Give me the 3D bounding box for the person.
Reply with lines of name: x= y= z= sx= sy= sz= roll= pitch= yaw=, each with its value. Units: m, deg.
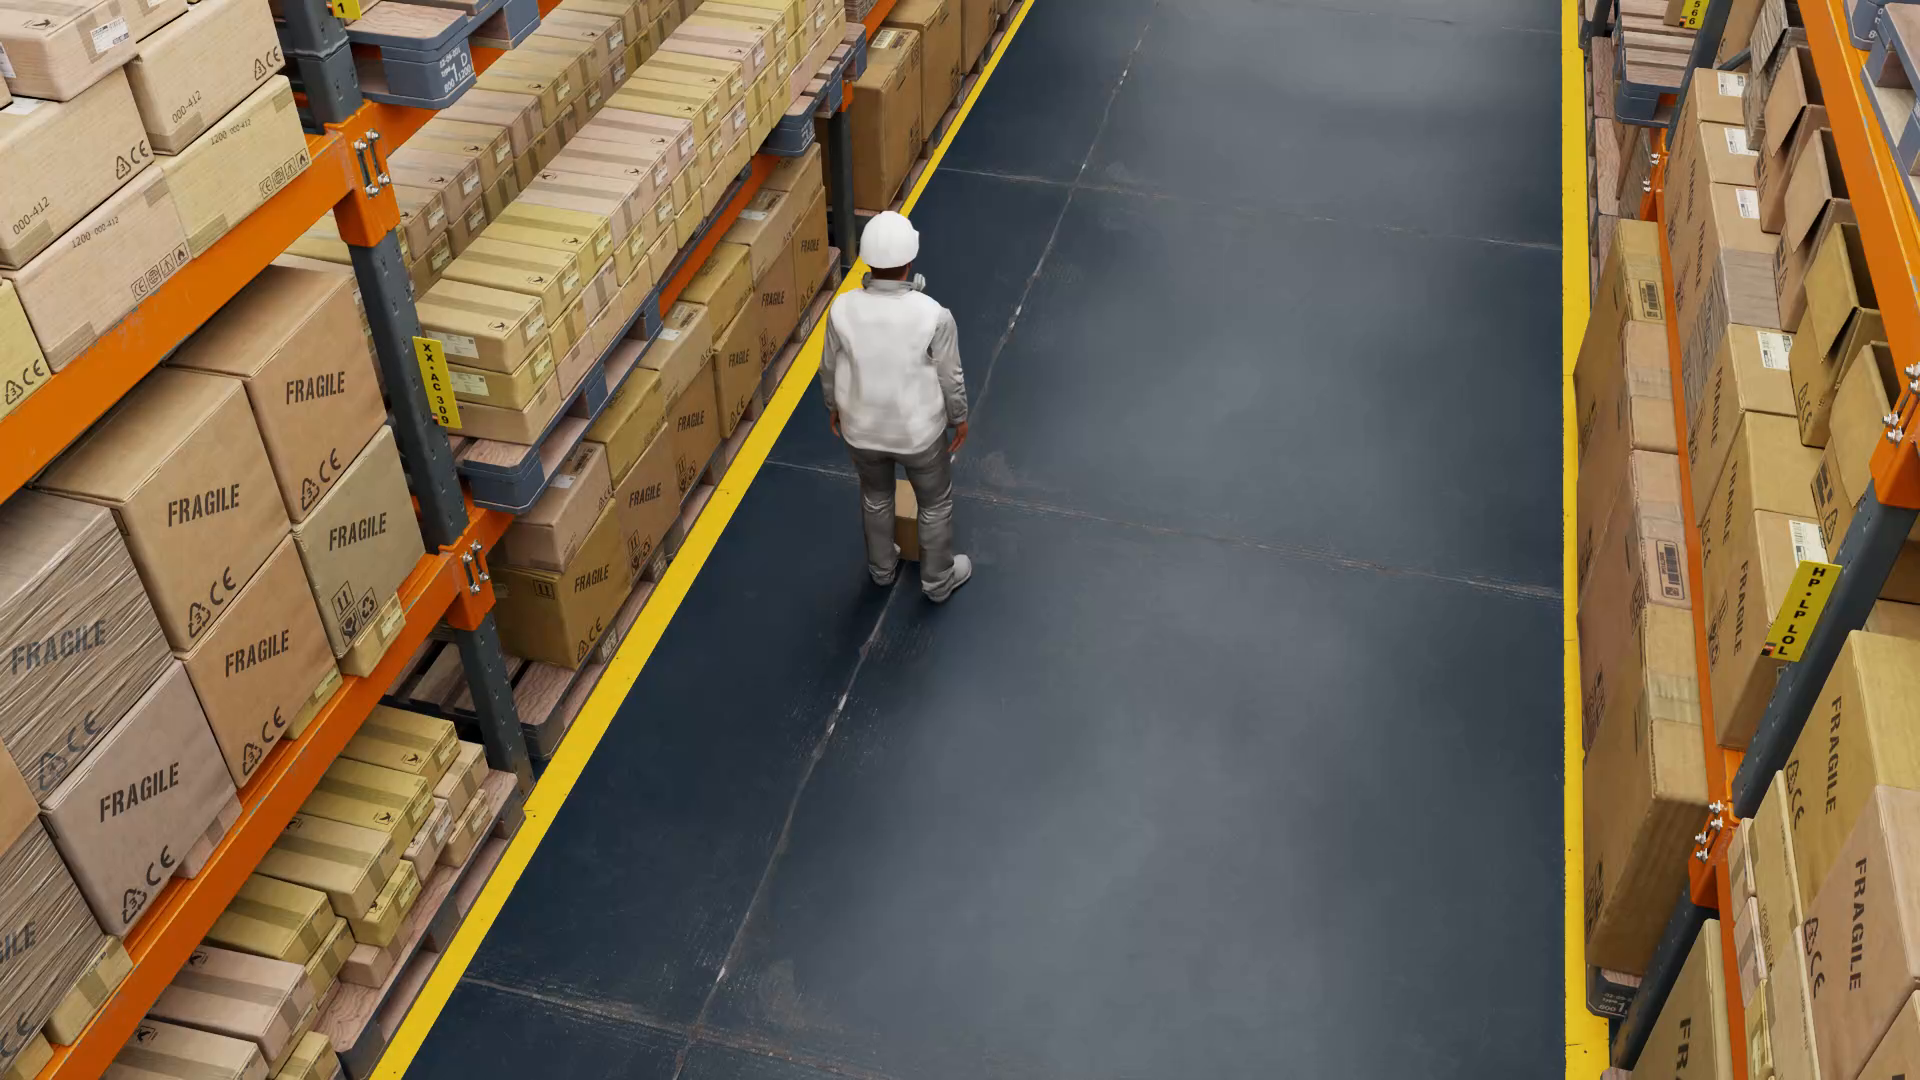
person: x=-0.244 y=-0.492 z=6.709 sx=0.581 sy=1.771 sz=0.473 roll=8 pitch=41 yaw=10
